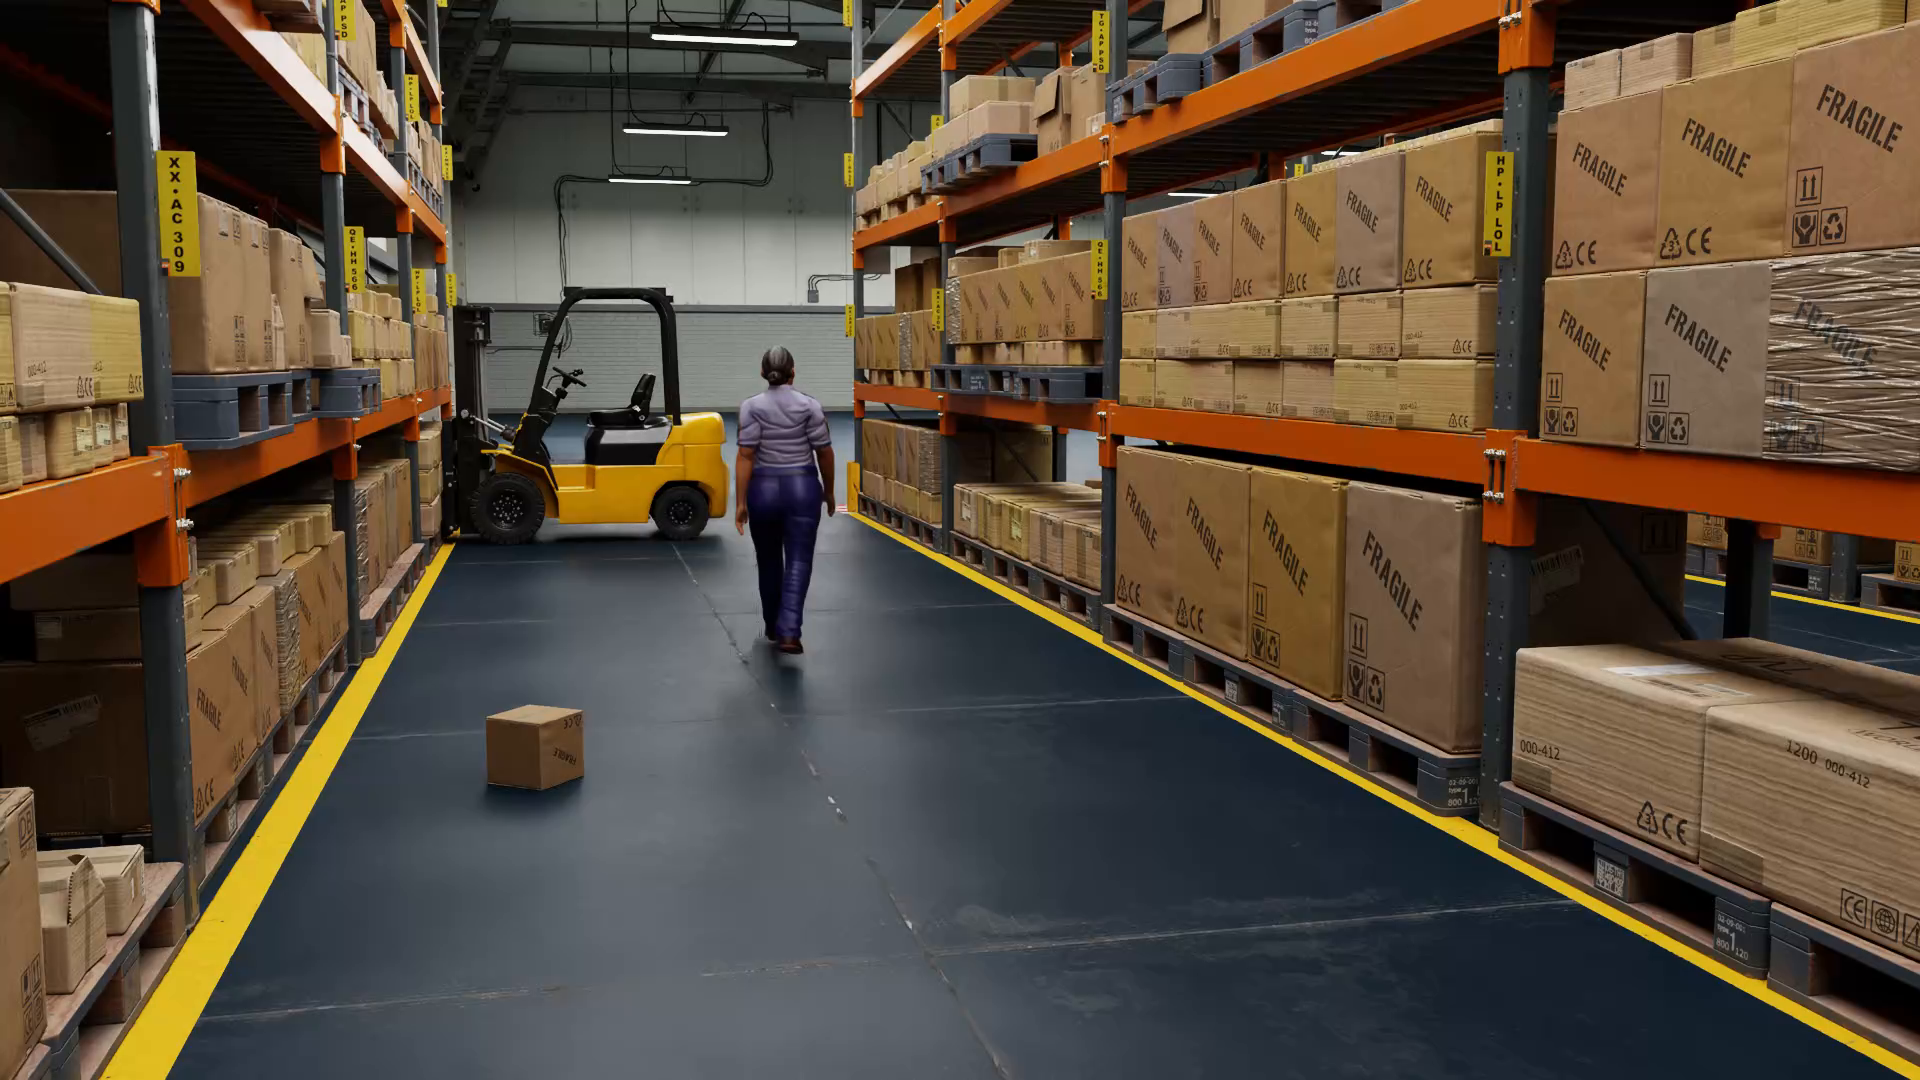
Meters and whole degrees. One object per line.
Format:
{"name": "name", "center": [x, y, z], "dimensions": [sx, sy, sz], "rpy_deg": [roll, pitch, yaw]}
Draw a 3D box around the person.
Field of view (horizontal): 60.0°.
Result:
{"name": "person", "center": [-0.908, -0.219, 8.741], "dimensions": [0.499, 1.591, 0.998], "rpy_deg": [0, 6, 2]}
